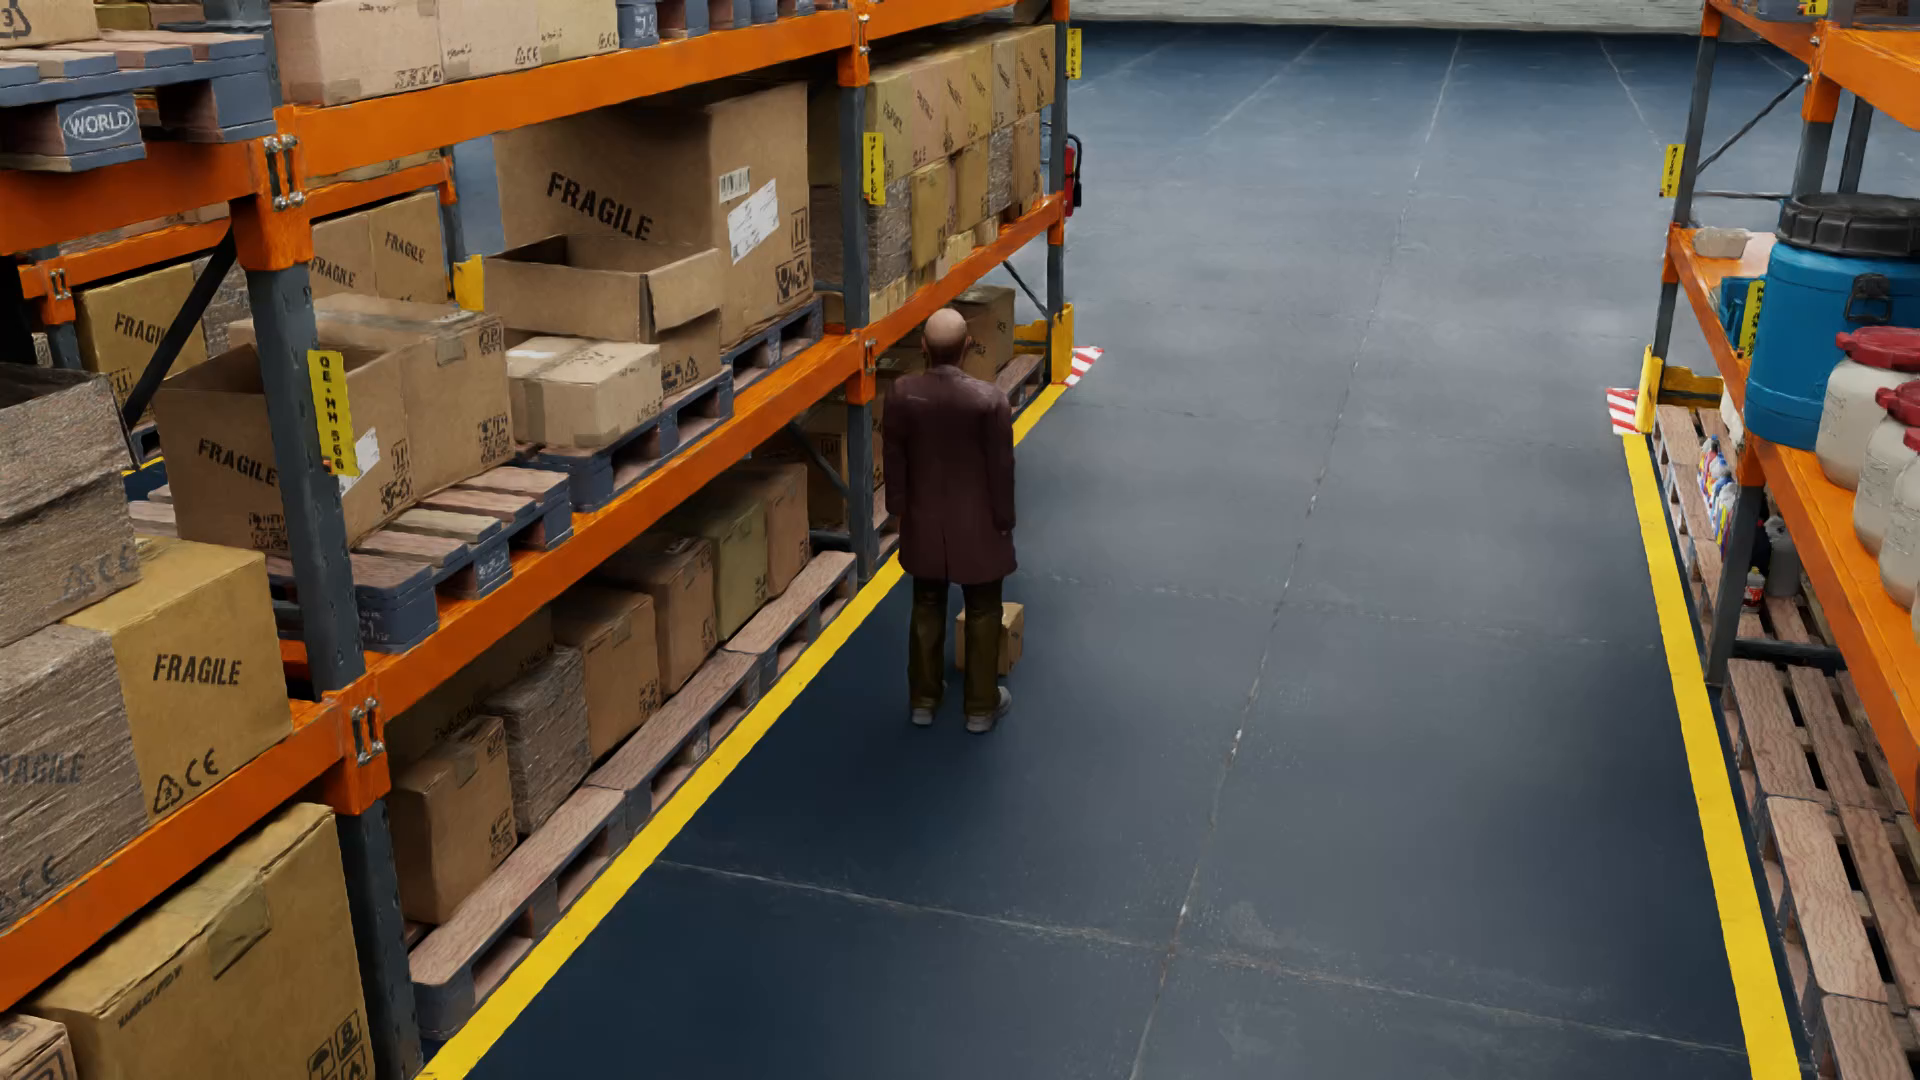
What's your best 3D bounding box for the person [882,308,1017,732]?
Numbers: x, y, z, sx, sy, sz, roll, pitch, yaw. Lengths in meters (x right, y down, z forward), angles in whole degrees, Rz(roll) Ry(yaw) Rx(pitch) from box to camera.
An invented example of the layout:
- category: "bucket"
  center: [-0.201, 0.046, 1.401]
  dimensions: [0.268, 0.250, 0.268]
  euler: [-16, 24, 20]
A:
- category: "person"
  center: [-0.035, -0.091, 6.838]
  dimensions: [0.566, 1.776, 0.386]
  euler: [7, 23, 17]
